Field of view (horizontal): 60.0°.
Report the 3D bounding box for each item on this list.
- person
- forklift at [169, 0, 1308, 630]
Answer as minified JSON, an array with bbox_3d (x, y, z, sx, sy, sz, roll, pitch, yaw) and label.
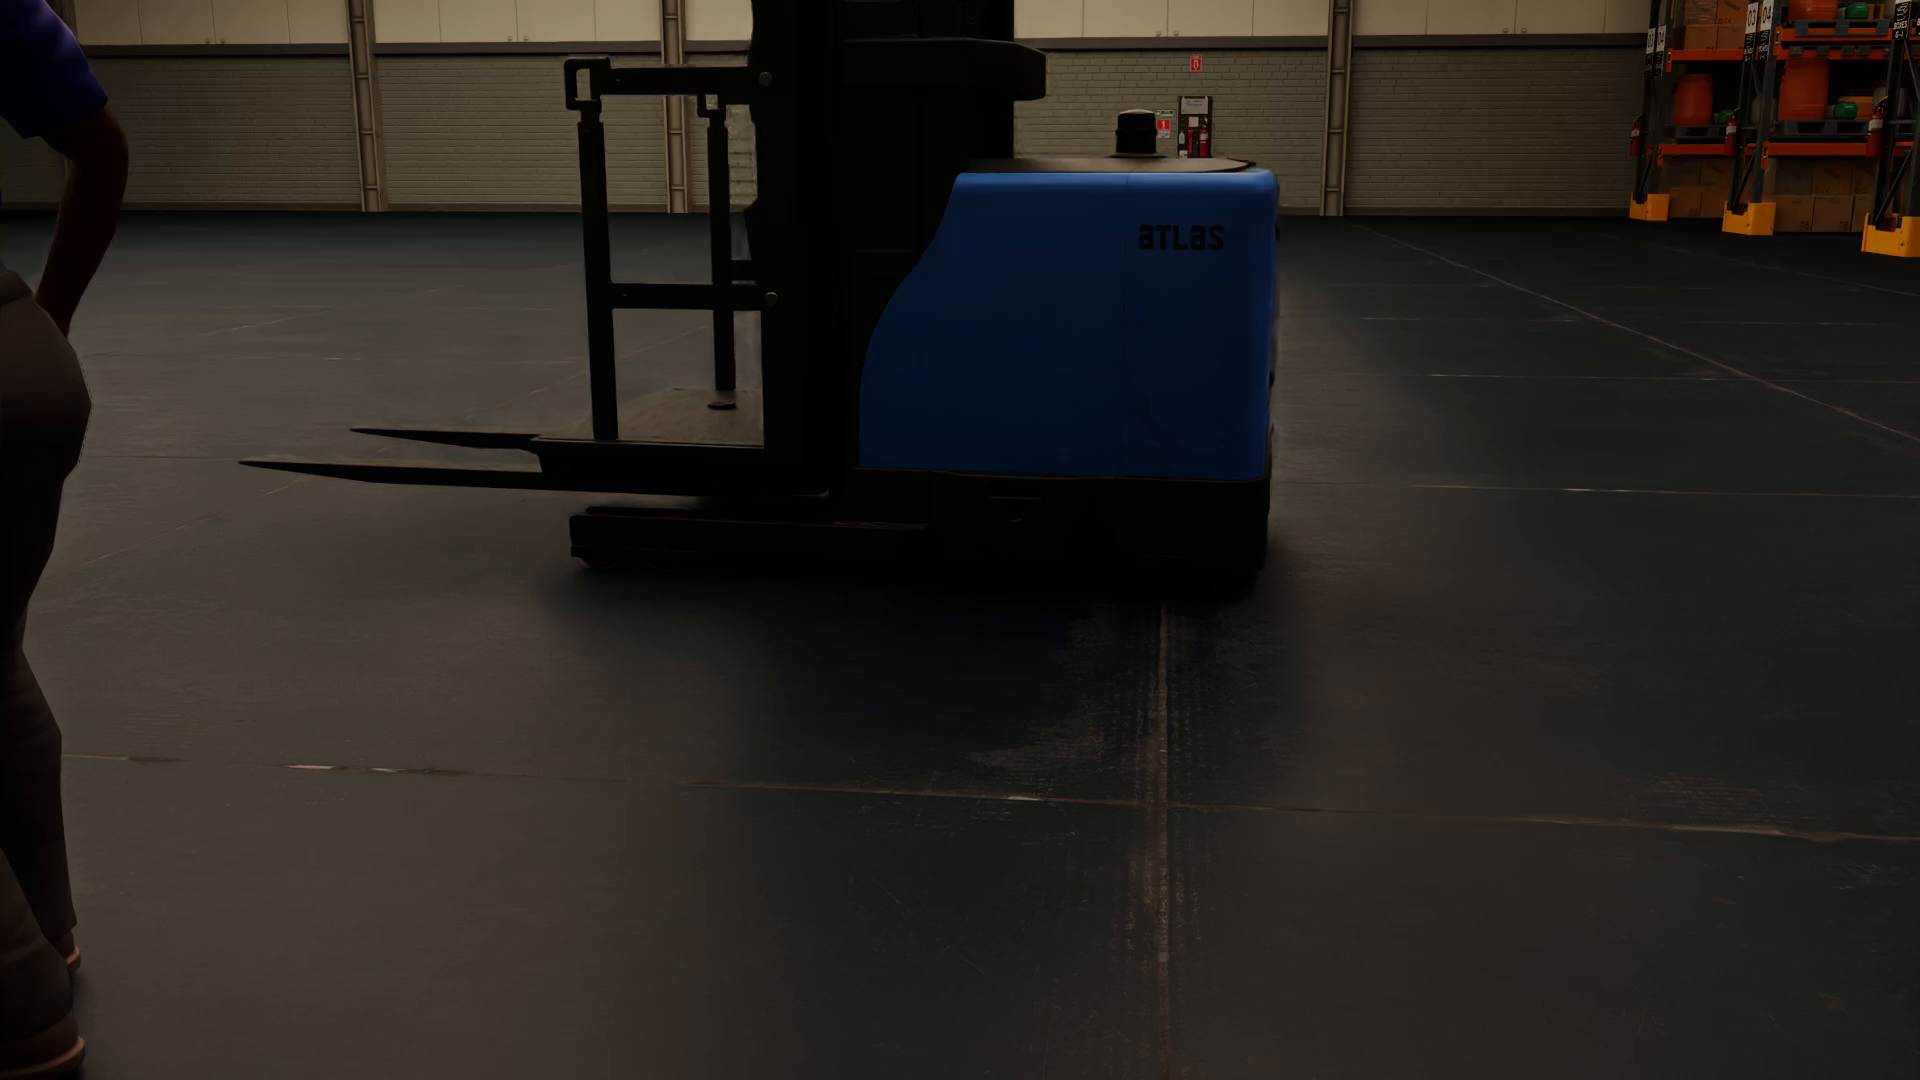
[{"bbox_3d":[-1.303,-0.153,2.015,0.514,1.649,0.457,-8,15,-31],"label":"person"},{"bbox_3d":[-0.454,-1.344,4.259,3.031,2.935,1.130,-10,16,-36],"label":"forklift"}]
